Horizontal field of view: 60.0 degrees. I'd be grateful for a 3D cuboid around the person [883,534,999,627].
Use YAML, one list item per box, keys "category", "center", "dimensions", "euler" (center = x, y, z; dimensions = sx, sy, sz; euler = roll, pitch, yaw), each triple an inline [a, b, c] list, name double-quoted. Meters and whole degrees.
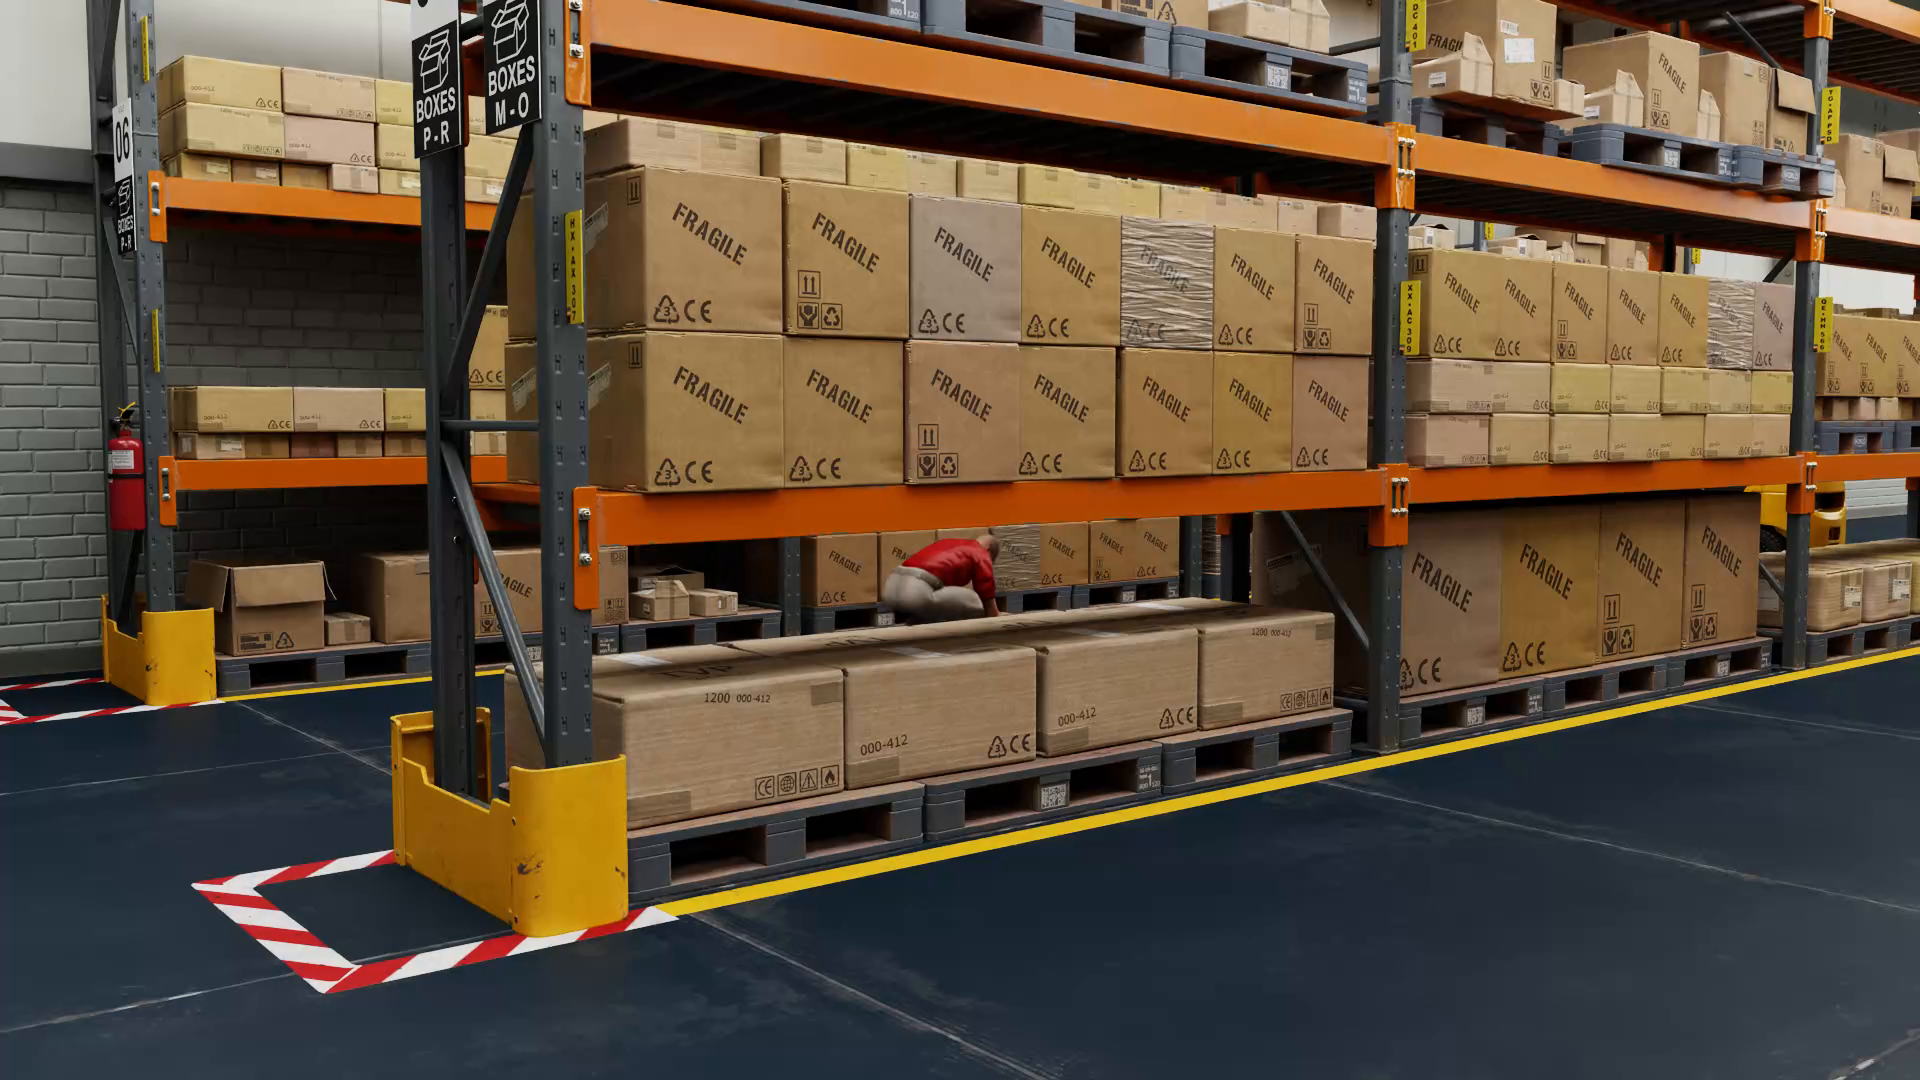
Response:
- category: "person"
  center: [-0.080, 0.392, 10.704]
  dimensions: [0.912, 0.827, 0.537]
  euler: [-4, 6, -40]
